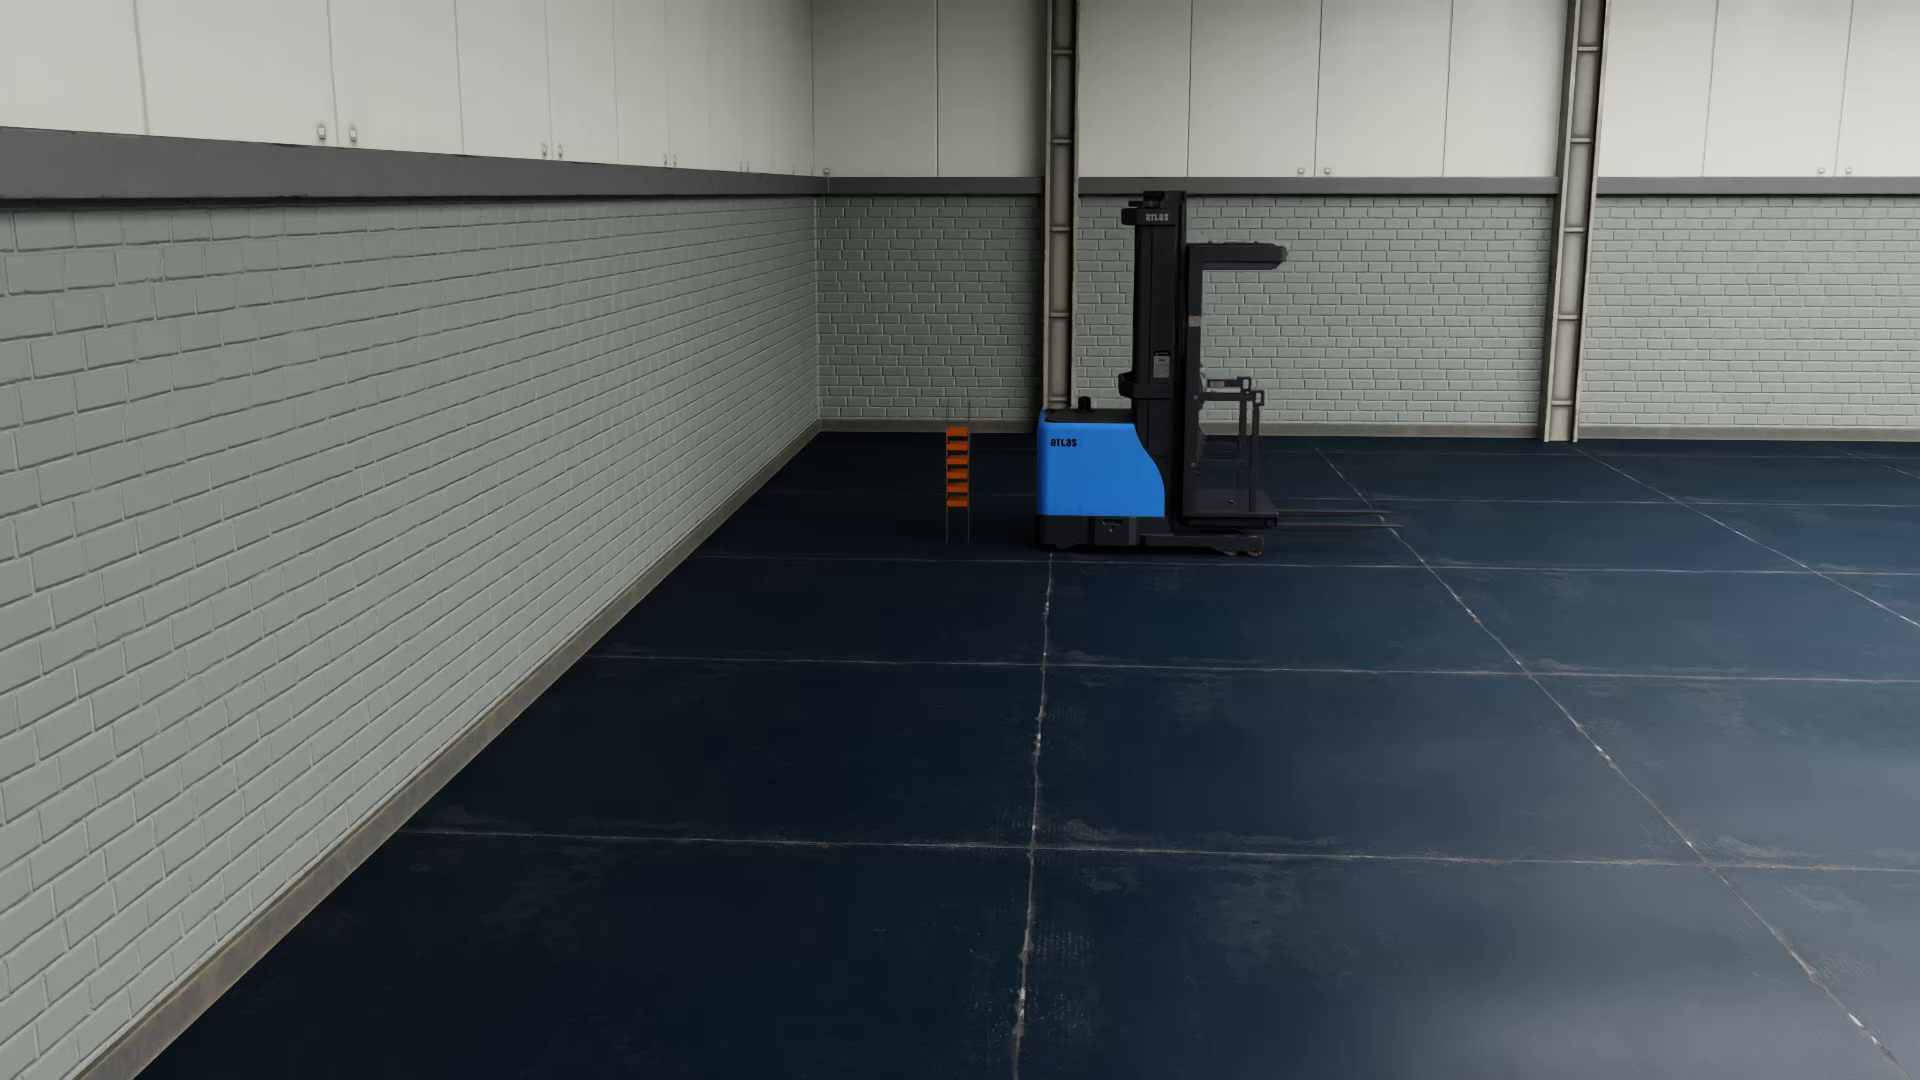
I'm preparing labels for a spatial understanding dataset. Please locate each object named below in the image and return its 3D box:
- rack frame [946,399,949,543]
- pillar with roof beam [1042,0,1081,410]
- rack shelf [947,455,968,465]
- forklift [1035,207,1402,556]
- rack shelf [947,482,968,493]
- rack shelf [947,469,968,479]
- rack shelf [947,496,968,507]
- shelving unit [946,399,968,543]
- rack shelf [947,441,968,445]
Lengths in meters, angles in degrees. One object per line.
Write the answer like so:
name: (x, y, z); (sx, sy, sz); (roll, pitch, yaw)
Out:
rack frame: (-0.106, -0.589, 14.152); (0.006, 1.200, 0.240); (1, 12, 4)
pillar with roof beam: (0.924, -4.817, 15.317); (0.400, 9.000, 9.100); (1, 12, 4)
rack shelf: (-0.014, -0.661, 14.131); (0.180, 0.103, 0.258); (1, 12, 4)
forklift: (2.163, -1.353, 13.905); (3.031, 2.797, 1.129); (1, 12, 4)
rack shelf: (-0.014, -0.427, 14.180); (0.180, 0.103, 0.258); (1, 12, 4)
rack shelf: (-0.014, -0.544, 14.155); (0.180, 0.103, 0.258); (1, 12, 4)
rack shelf: (-0.014, -0.309, 14.204); (0.180, 0.103, 0.258); (1, 12, 4)
shelving unit: (-0.017, -0.588, 14.146); (0.184, 1.200, 0.258); (1, 12, 4)
rack shelf: (-0.014, -0.806, 14.101); (0.171, 0.034, 0.221); (1, 12, 4)
